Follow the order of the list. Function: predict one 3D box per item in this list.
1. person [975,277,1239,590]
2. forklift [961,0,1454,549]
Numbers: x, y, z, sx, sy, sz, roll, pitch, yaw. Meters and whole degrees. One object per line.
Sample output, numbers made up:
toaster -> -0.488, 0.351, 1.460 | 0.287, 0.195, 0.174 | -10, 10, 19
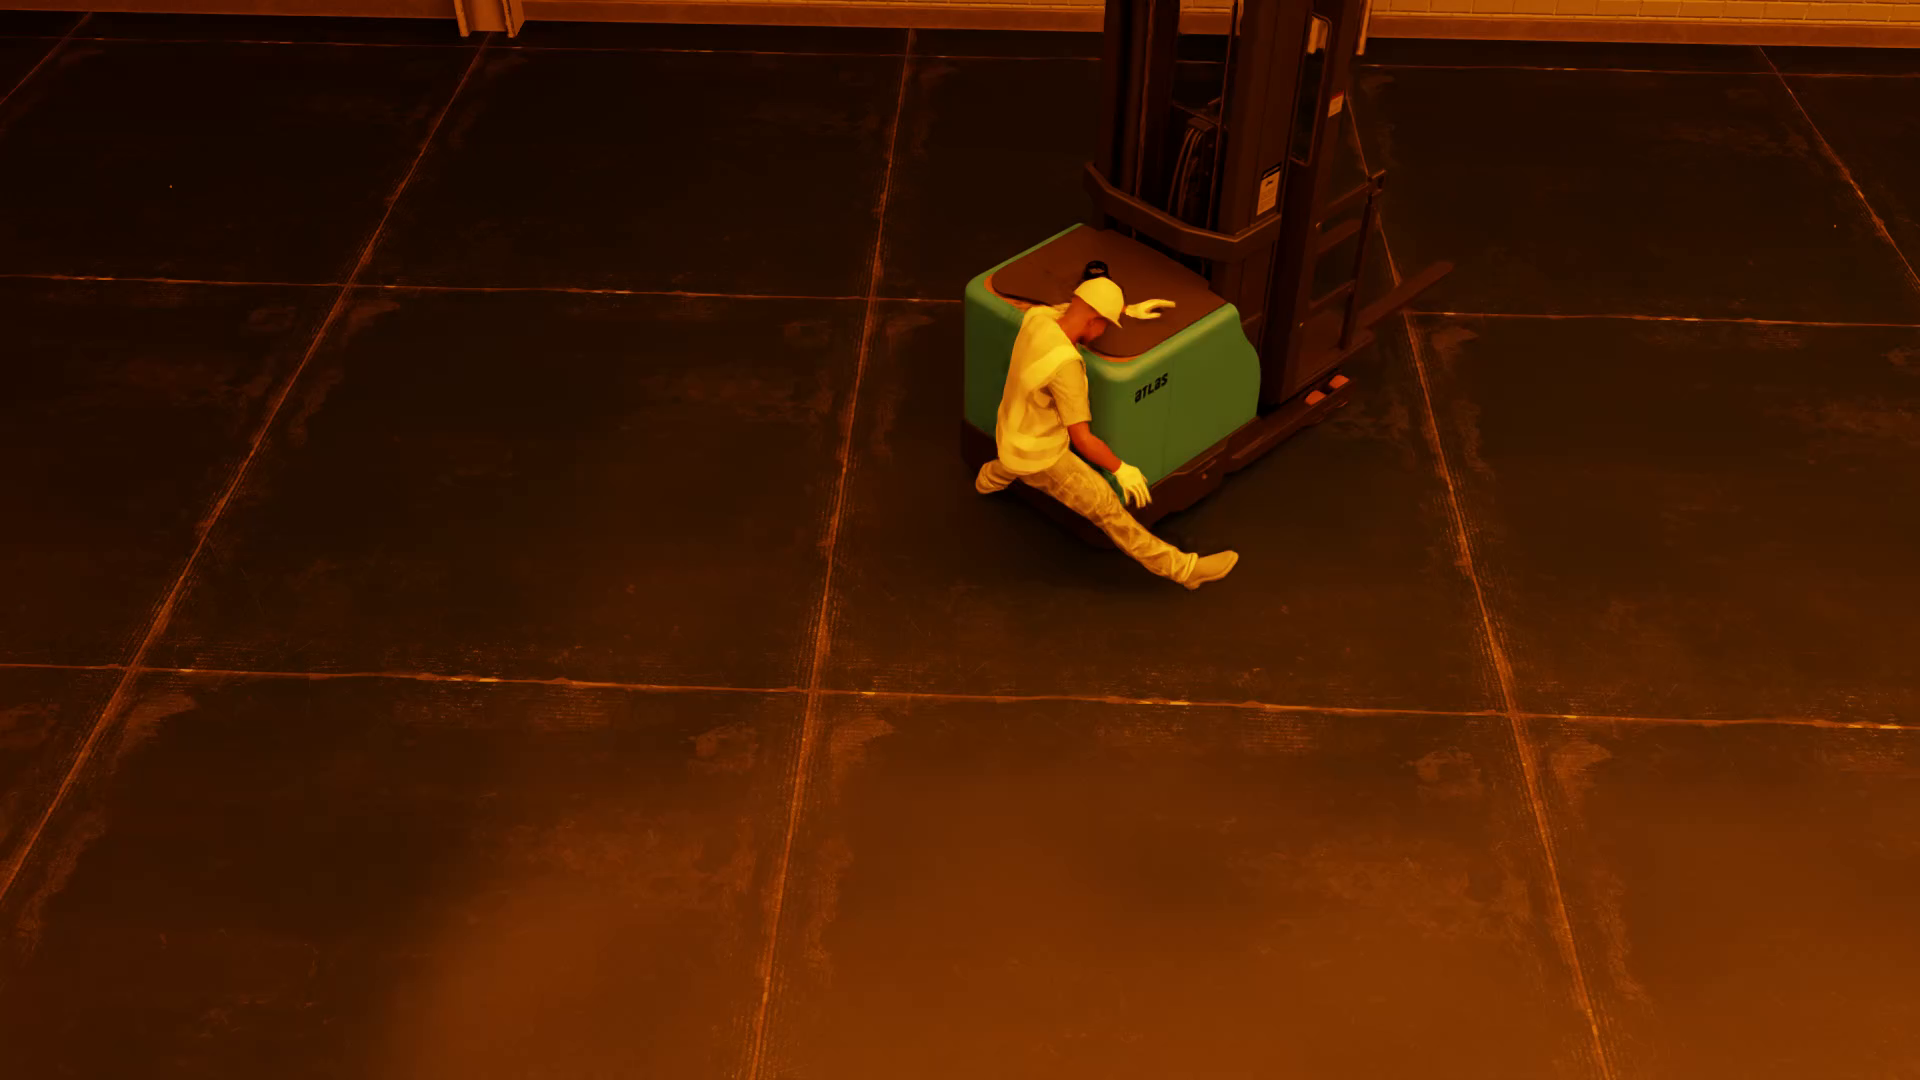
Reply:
person -> 0.654, -0.521, 7.440 | 1.160, 1.450, 1.028 | 0, 42, 0
forklift -> 1.424, -1.915, 7.840 | 3.031, 2.935, 1.130 | -32, 51, -30
